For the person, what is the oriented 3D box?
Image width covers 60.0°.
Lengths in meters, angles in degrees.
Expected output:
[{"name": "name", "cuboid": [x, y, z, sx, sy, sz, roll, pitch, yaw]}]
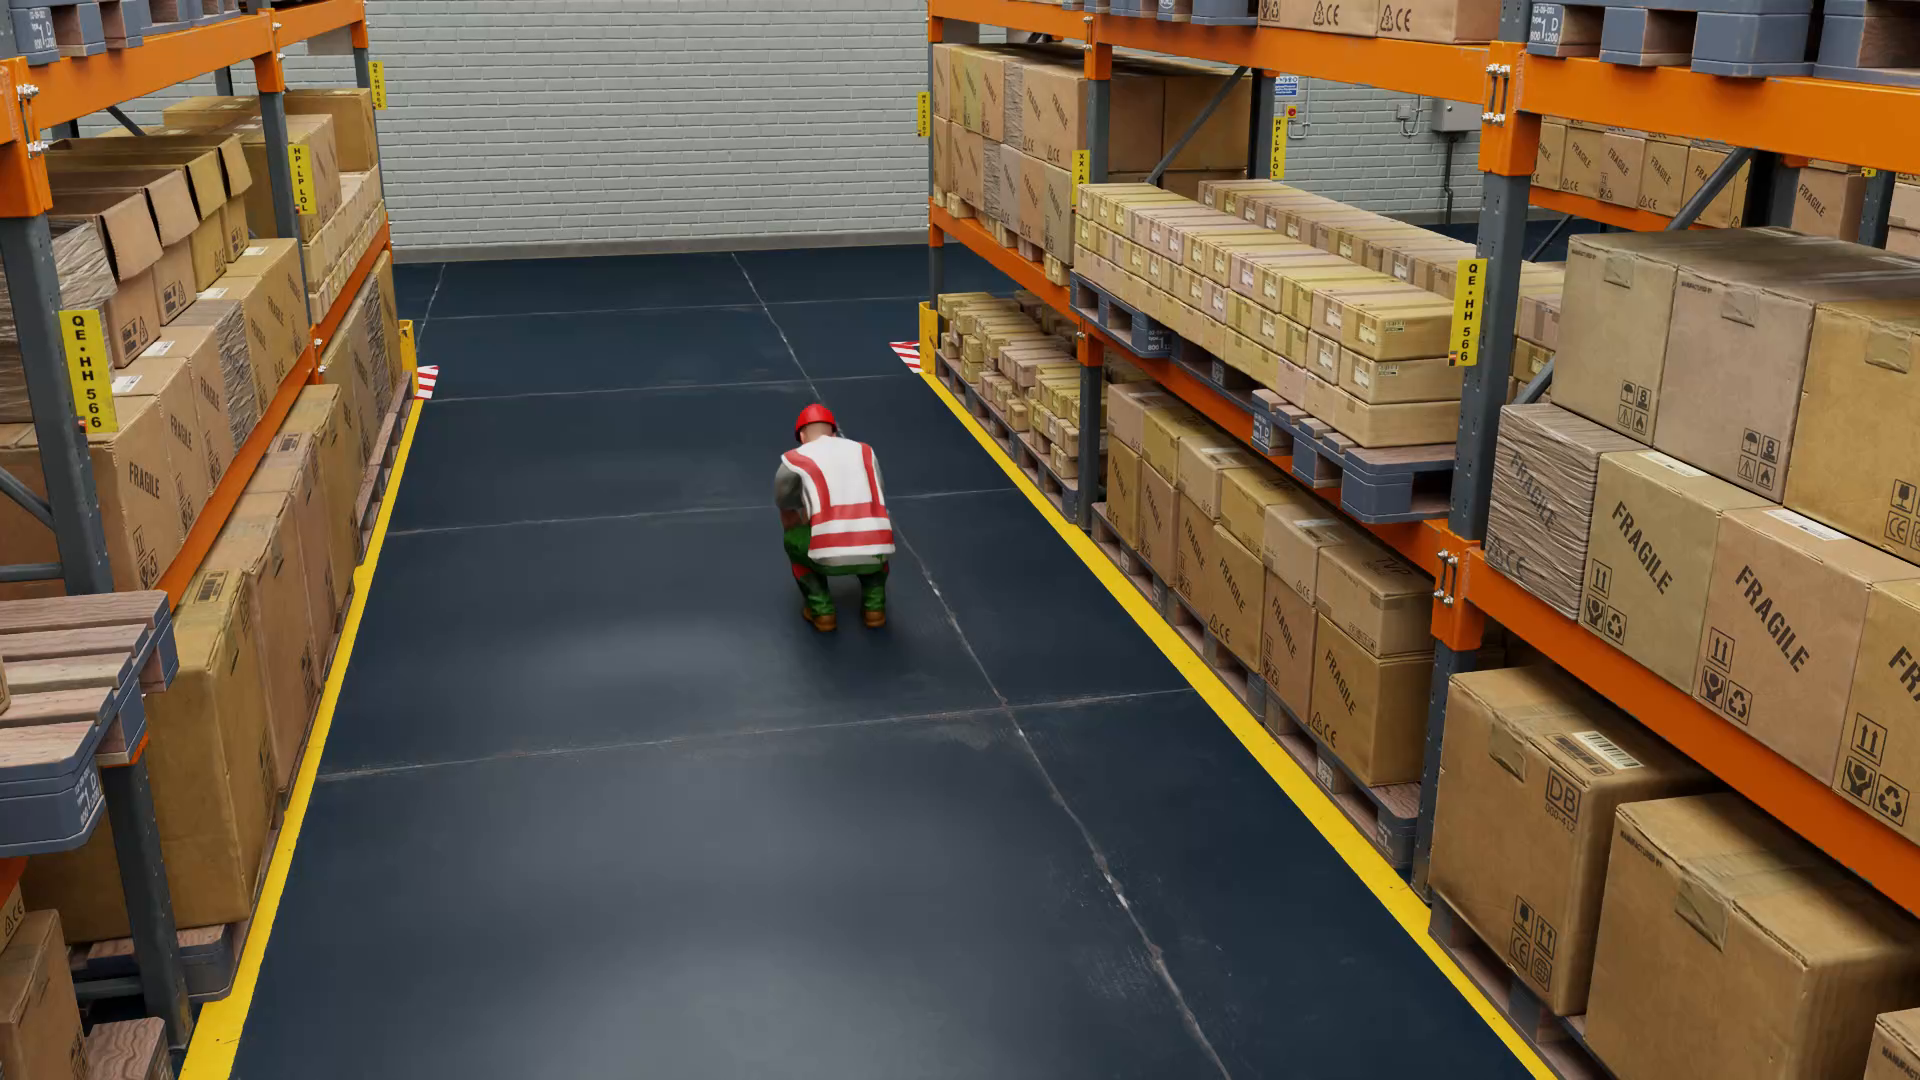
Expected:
[{"name": "person", "cuboid": [-0.606, -0.115, 8.068, 0.570, 0.992, 0.869, -4, 20, -12]}]
